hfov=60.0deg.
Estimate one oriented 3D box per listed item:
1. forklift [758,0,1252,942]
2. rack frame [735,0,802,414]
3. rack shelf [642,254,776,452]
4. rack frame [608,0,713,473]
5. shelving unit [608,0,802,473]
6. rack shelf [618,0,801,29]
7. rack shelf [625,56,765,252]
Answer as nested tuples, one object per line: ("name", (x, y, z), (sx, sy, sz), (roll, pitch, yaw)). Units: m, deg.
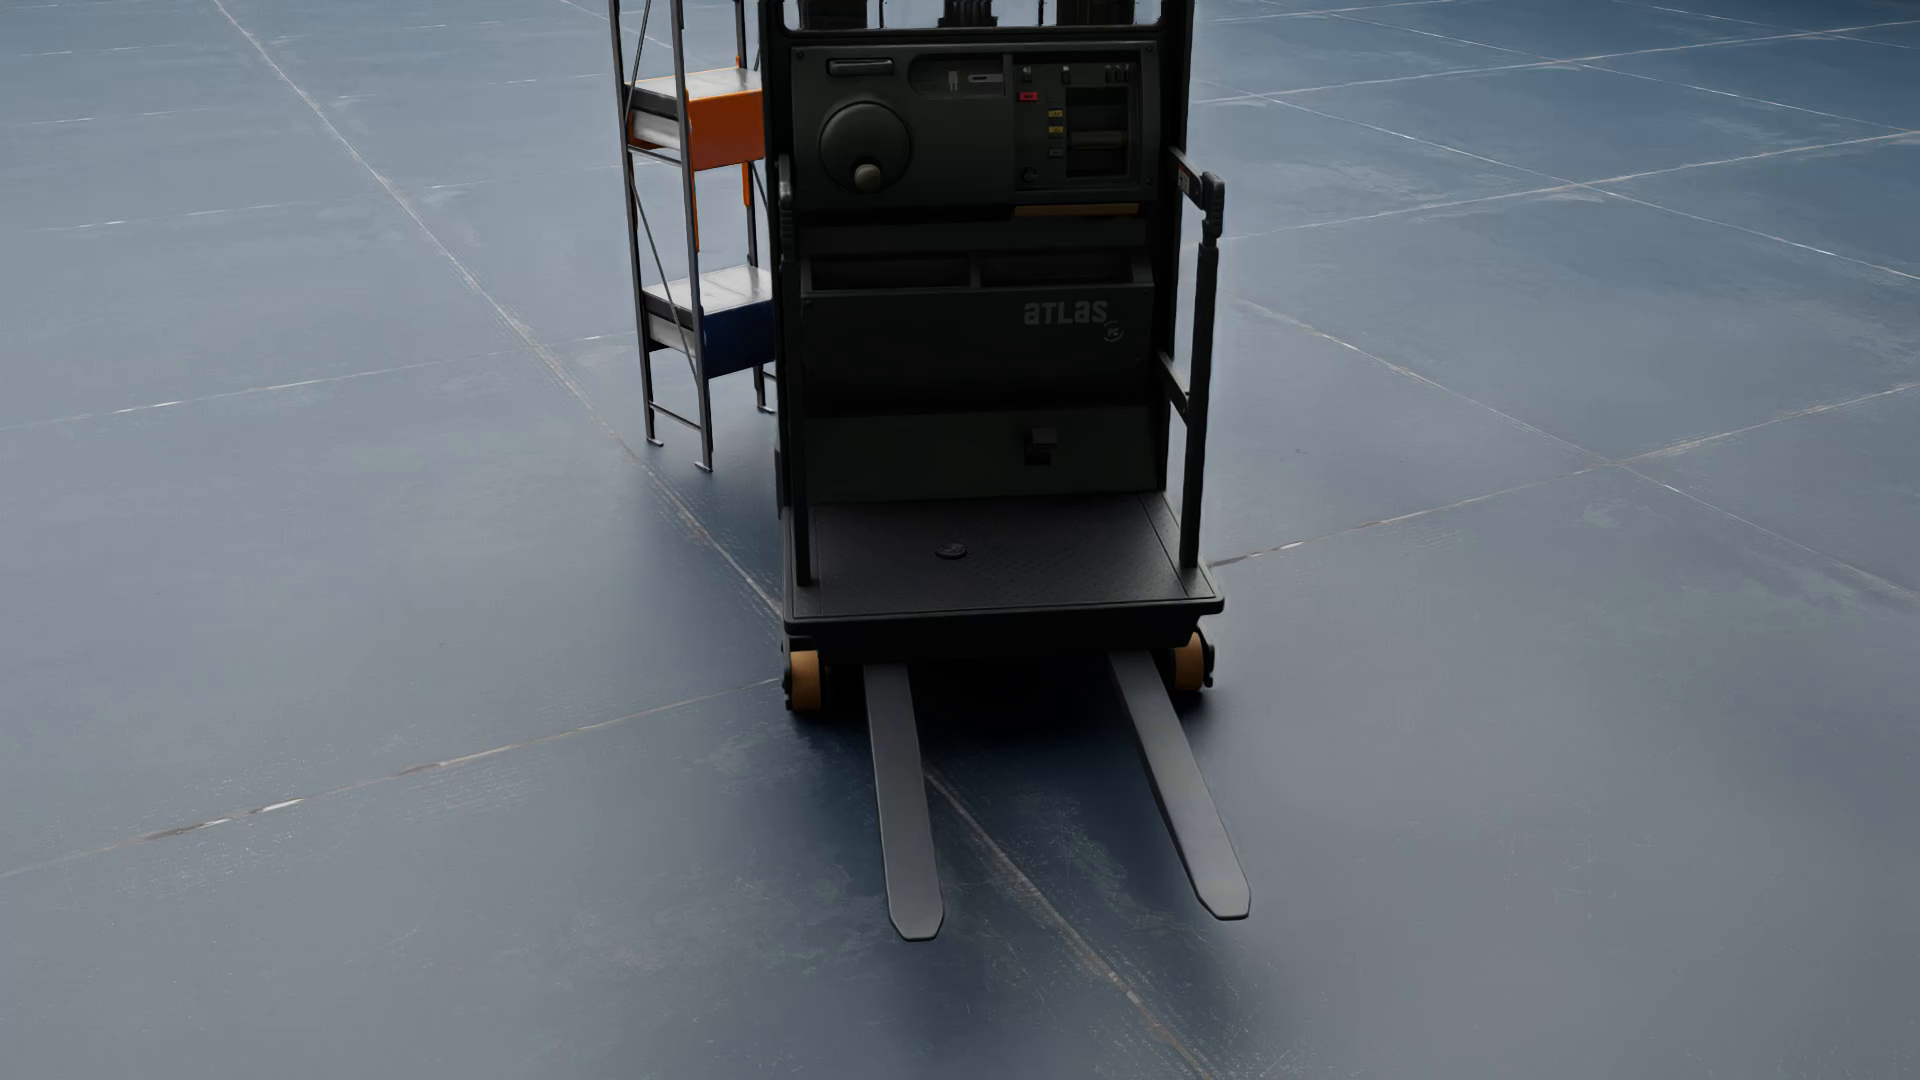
("forklift", (0.068, -1.028, 4.005), (1.130, 2.935, 3.031), (-3, 26, -5))
("rack frame", (-0.628, -1.385, 5.709), (0.015, 2.100, 0.400), (-21, 33, -37))
("rack shelf", (-0.810, -0.672, 5.872), (0.480, 0.518, 0.431), (-21, 33, -37))
("rack frame", (-0.992, -1.245, 5.416), (0.015, 2.100, 0.400), (-21, 33, -37))
("shelving unit", (-0.810, -1.315, 5.563), (0.503, 2.100, 0.431), (-21, 33, -37))
("rack shelf", (-0.810, -1.934, 5.266), (0.480, 0.518, 0.431), (-21, 33, -37))
("rack shelf", (-0.810, -1.303, 5.569), (0.480, 0.518, 0.431), (-21, 33, -37))
